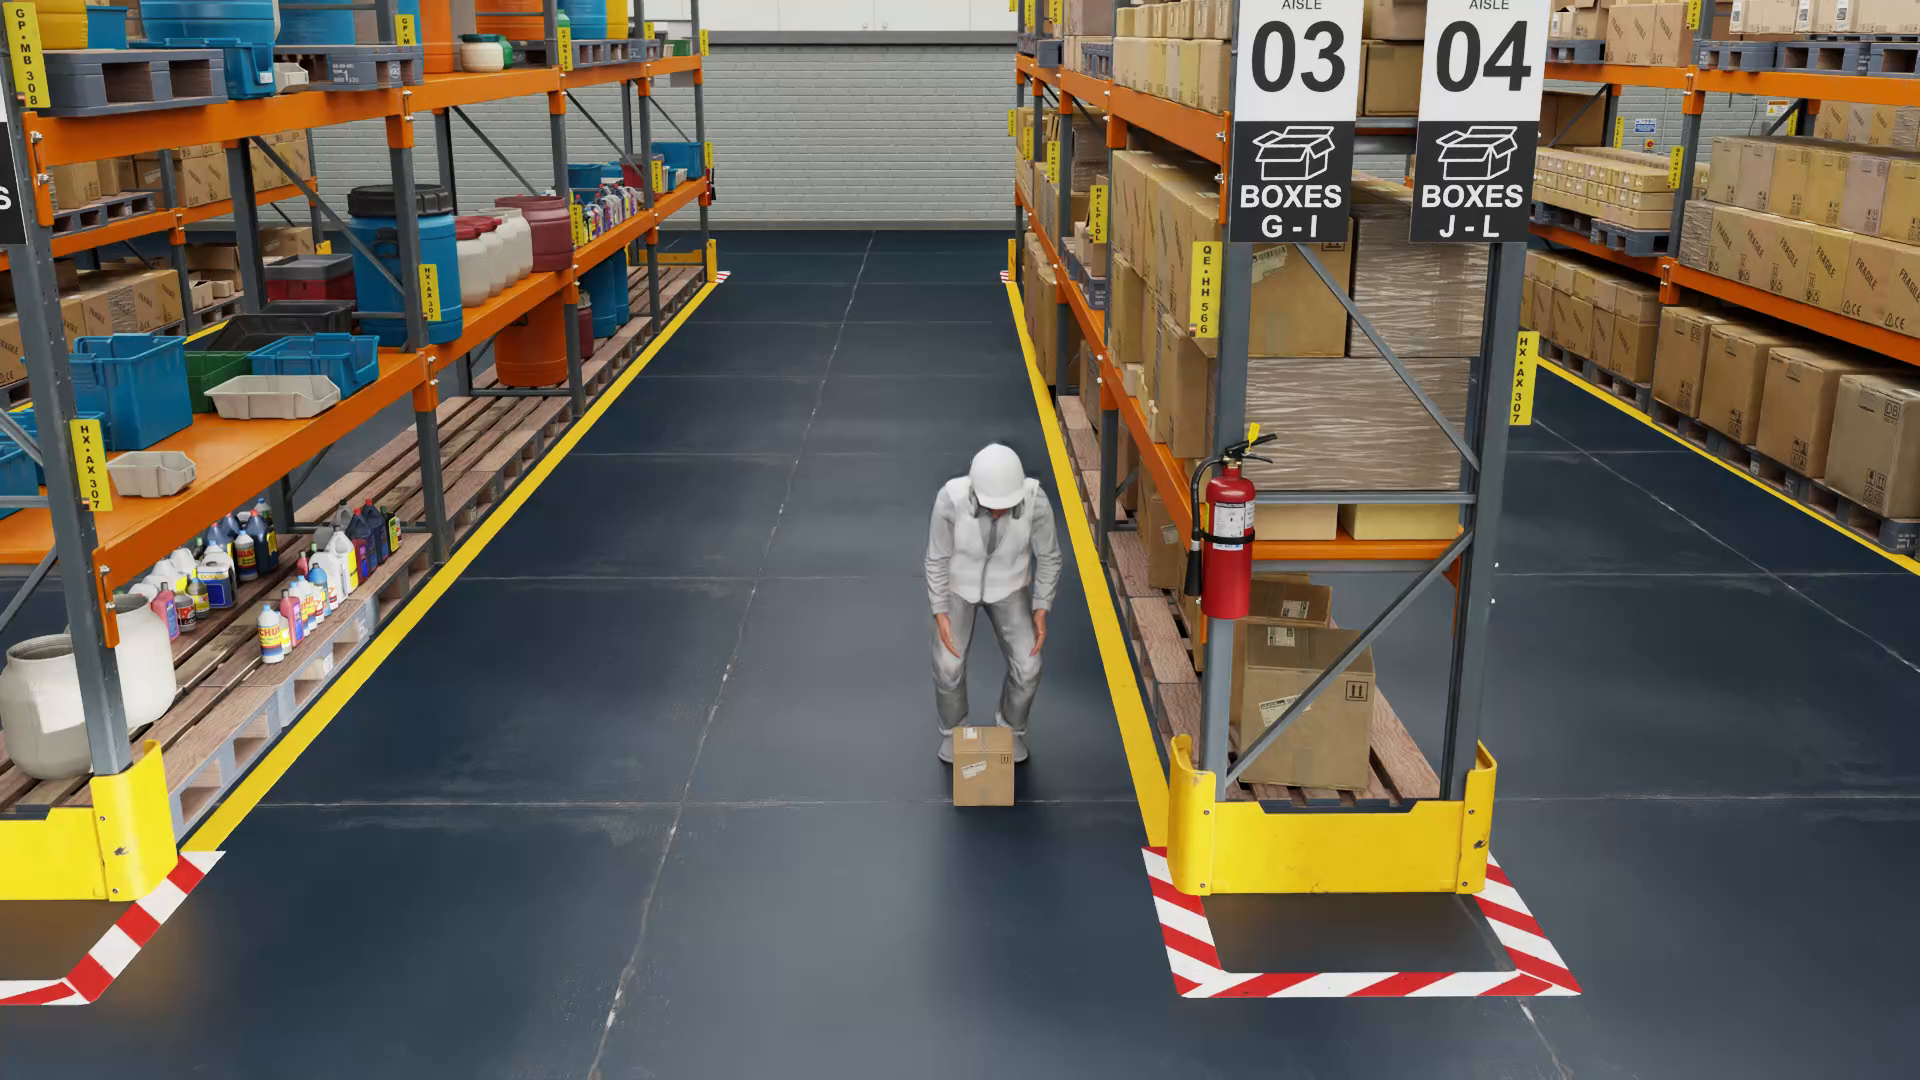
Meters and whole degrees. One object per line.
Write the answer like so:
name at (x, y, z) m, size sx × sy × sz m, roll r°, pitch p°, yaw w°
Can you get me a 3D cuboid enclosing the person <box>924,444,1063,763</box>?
person at (0.138, 0.248, 7.202) m, size 0.591 × 1.478 × 0.734 m, roll -1°, pitch 17°, yaw -2°
